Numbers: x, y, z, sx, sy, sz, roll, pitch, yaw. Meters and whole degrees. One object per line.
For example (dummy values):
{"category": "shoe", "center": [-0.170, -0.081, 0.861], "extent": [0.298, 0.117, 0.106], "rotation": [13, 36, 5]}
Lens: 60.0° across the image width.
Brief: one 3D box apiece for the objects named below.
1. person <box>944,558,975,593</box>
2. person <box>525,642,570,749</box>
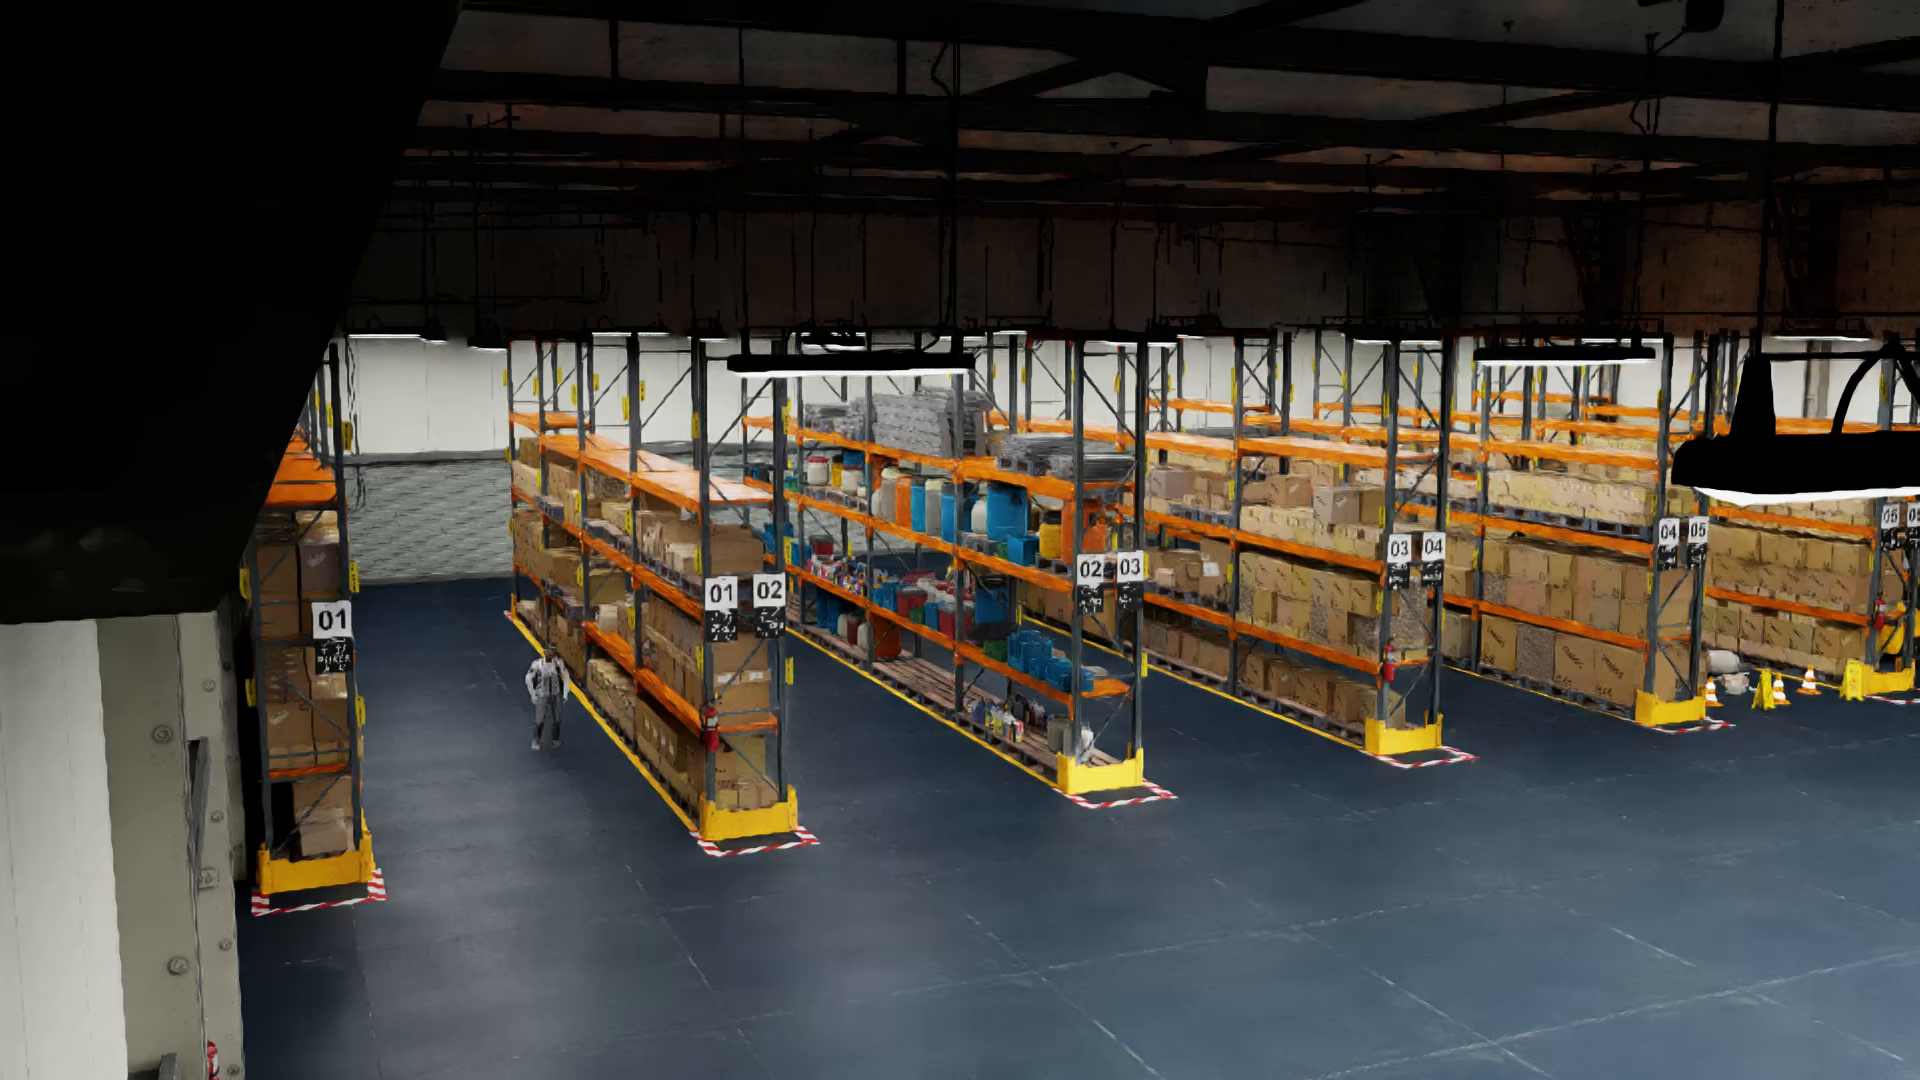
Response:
{"category": "person", "center": [0.014, 1.105, 32.191], "extent": [0.677, 1.742, 0.552], "rotation": [-4, 9, -25]}
{"category": "person", "center": [-5.995, 2.247, 24.216], "extent": [0.639, 1.632, 0.512], "rotation": [-4, 9, -25]}
